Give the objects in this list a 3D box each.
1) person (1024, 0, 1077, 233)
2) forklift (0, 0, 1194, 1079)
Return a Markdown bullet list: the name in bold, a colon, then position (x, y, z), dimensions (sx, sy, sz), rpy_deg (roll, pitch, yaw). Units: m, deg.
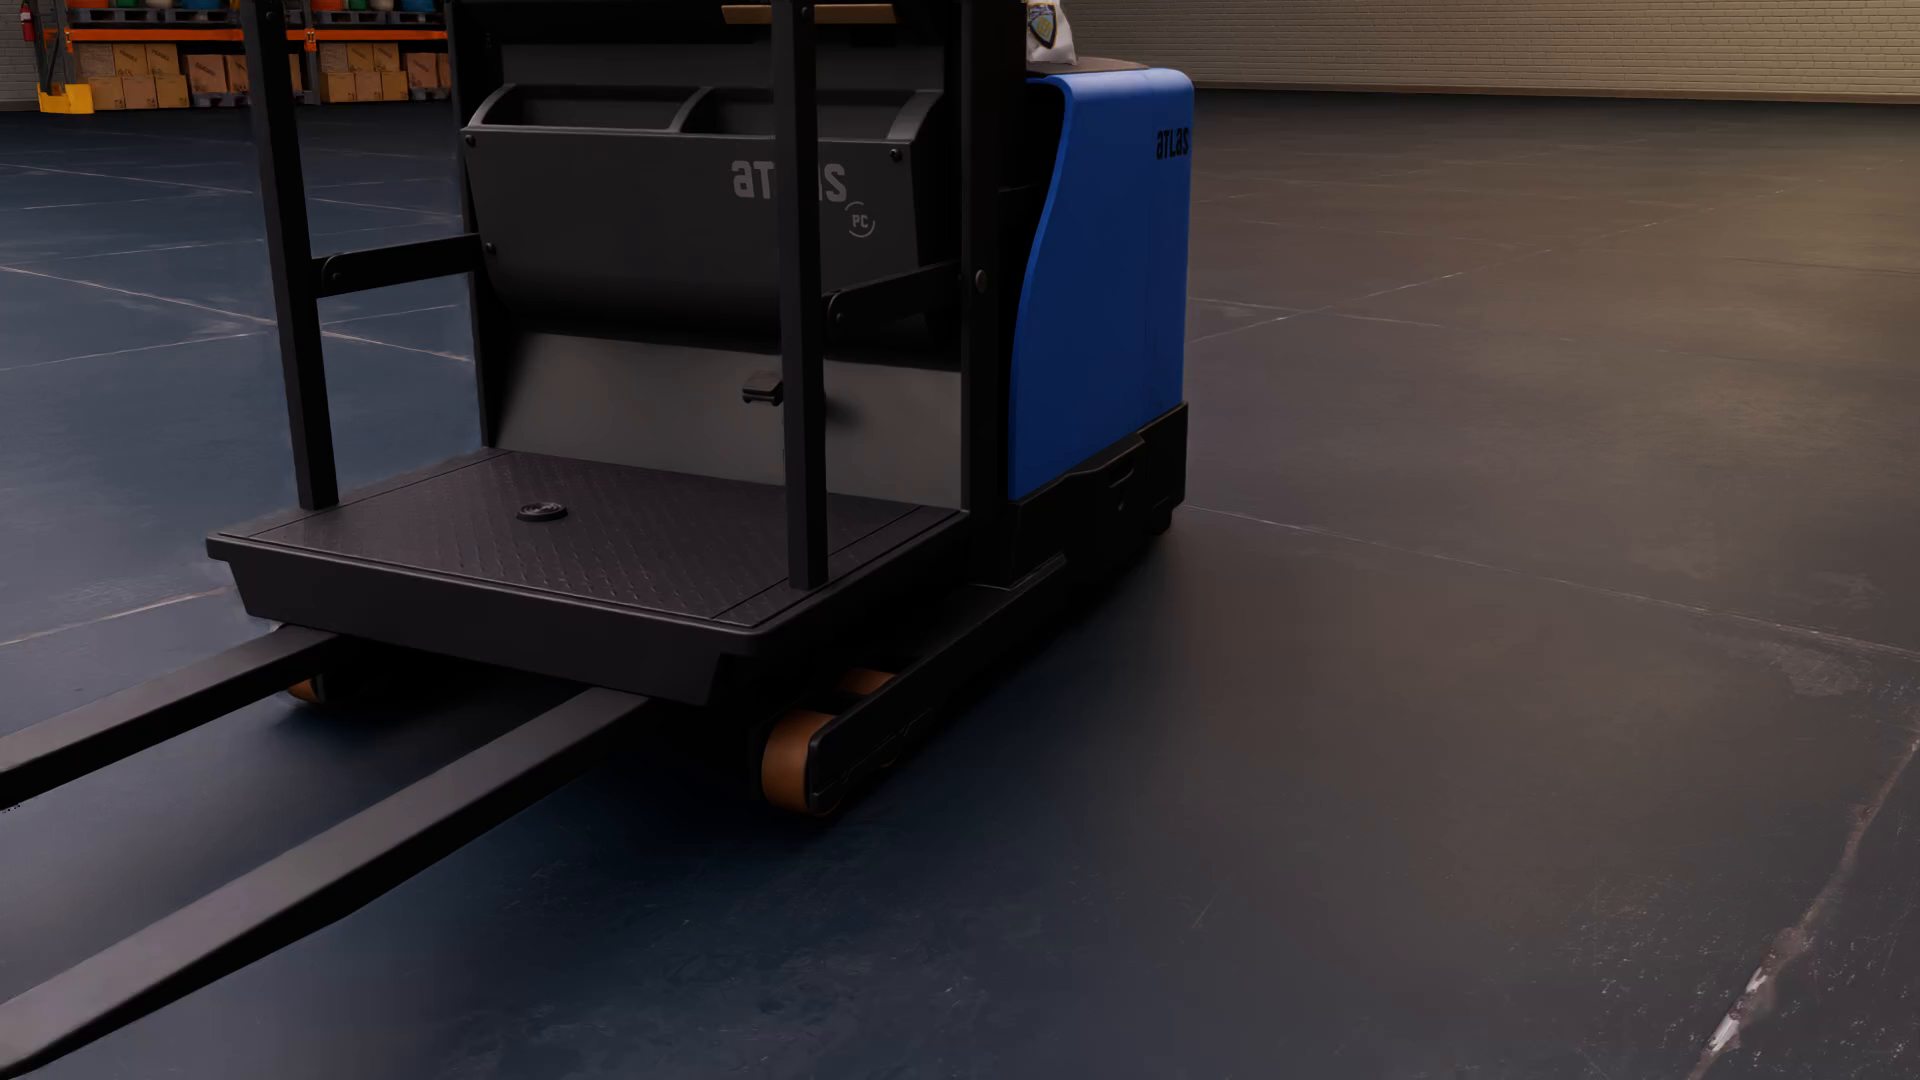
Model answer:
- **person**: position (-0.095, -0.709, 3.554), dimensions (0.775, 1.508, 0.521), rpy_deg (12, 20, 33)
- **forklift**: position (-0.555, -1.122, 2.594), dimensions (1.130, 2.935, 3.031), rpy_deg (8, 19, 25)
